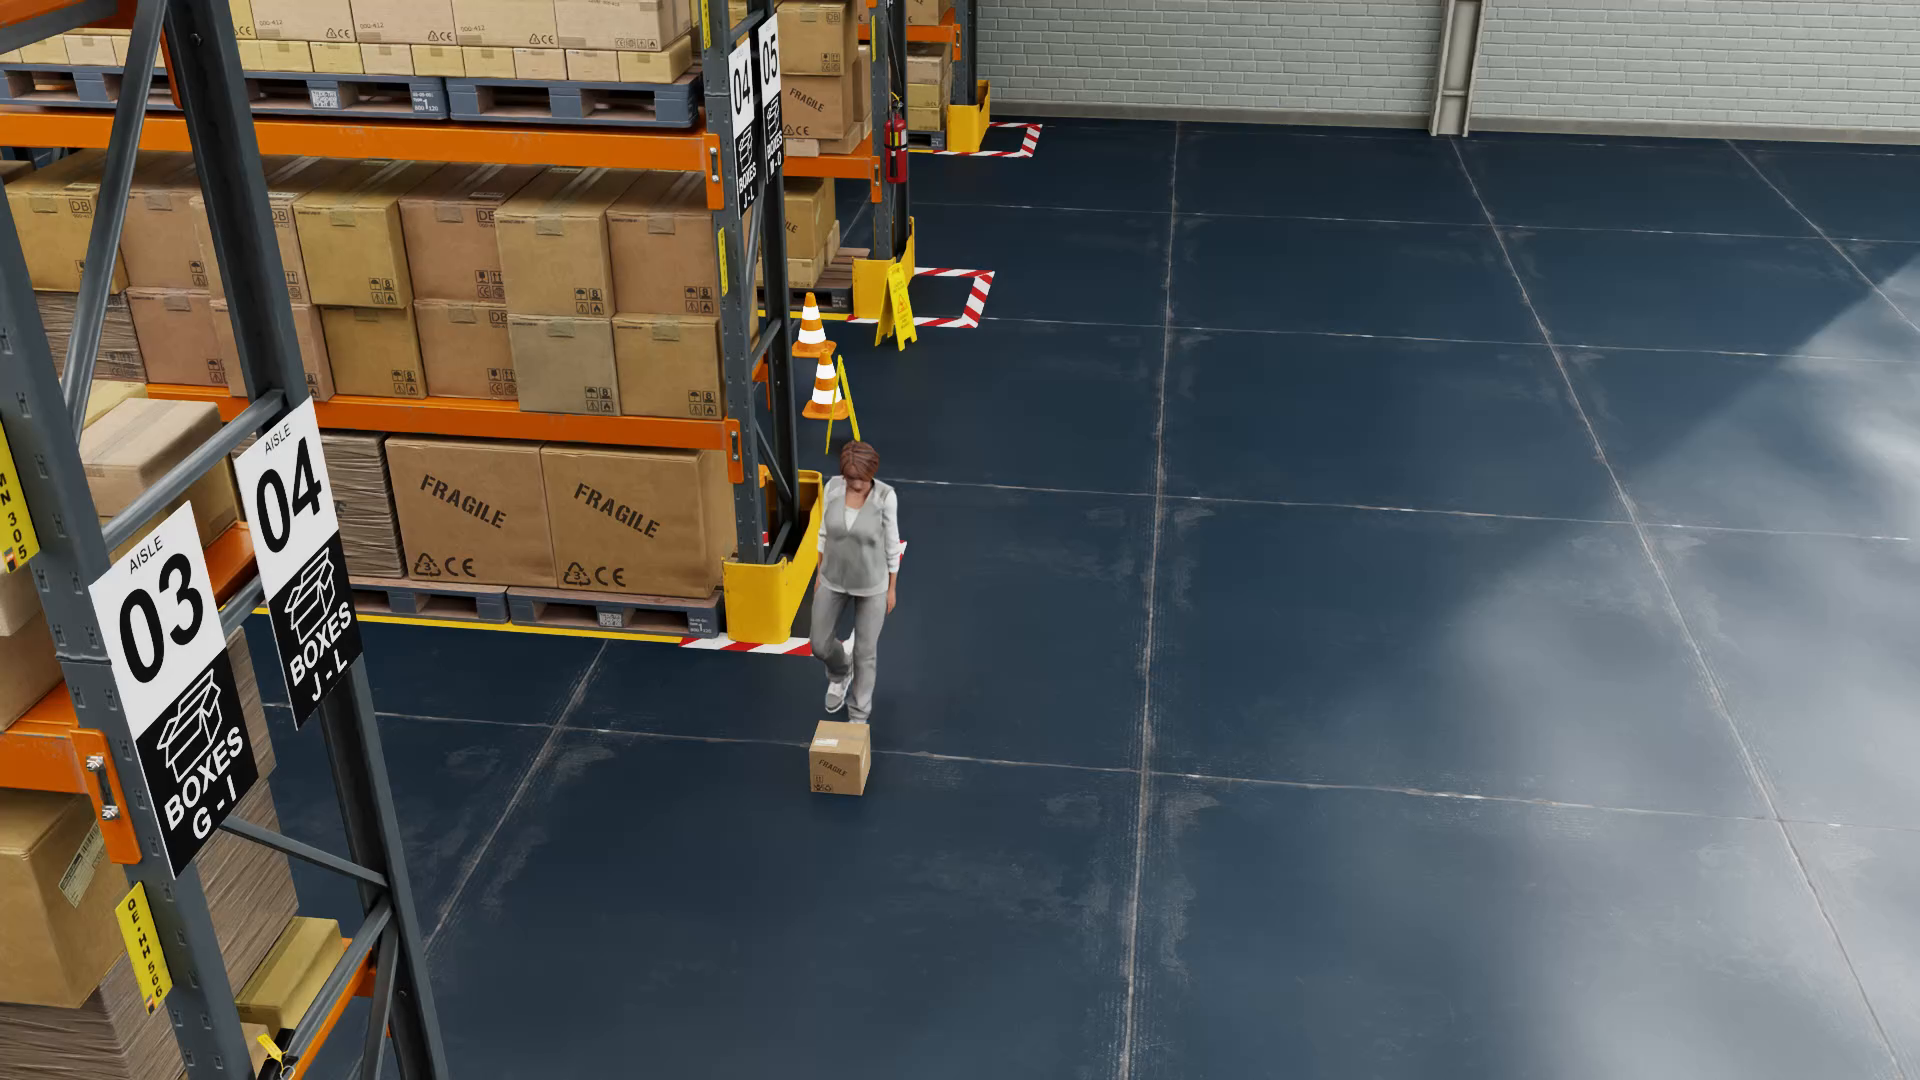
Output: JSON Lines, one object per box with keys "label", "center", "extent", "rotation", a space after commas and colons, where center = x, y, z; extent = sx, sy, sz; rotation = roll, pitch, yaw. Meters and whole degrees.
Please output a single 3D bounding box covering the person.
{"label": "person", "center": [-0.522, 0.247, 8.135], "extent": [0.442, 1.585, 0.518], "rotation": [6, 29, 11]}
